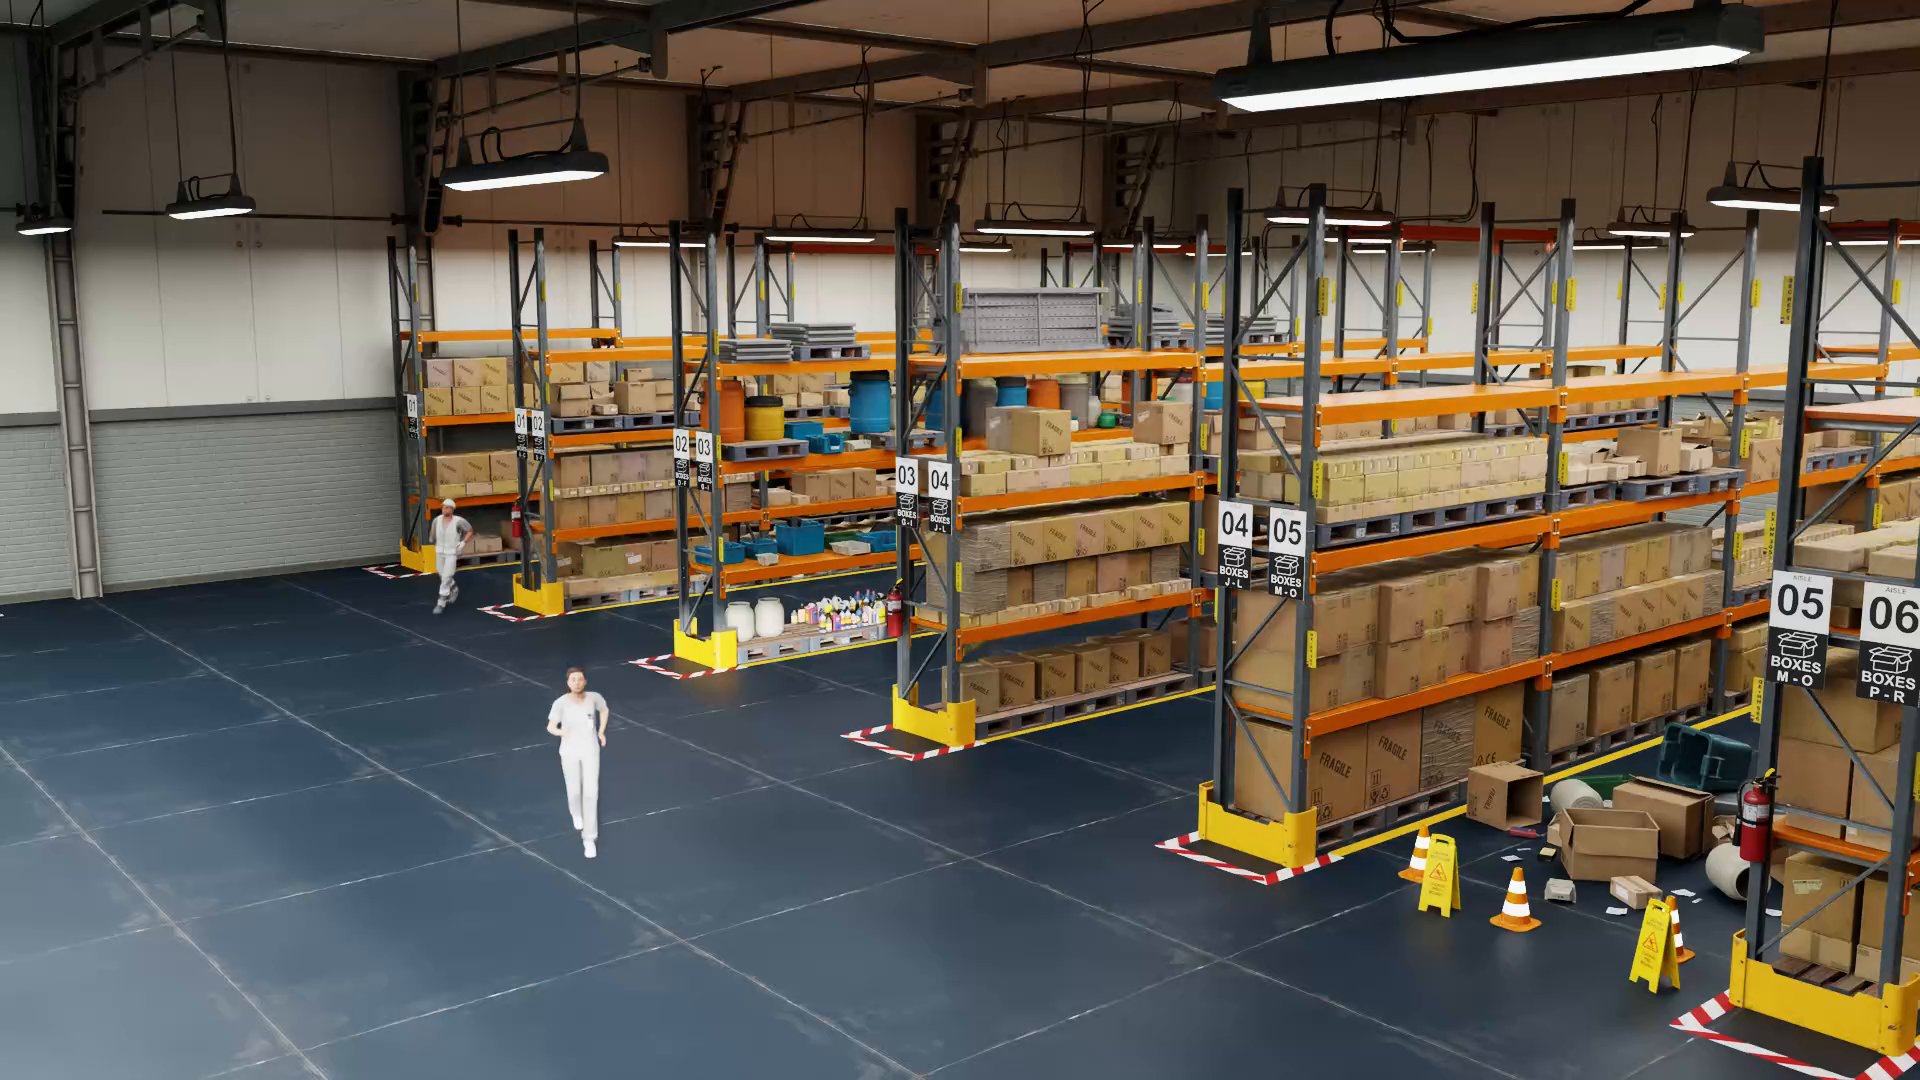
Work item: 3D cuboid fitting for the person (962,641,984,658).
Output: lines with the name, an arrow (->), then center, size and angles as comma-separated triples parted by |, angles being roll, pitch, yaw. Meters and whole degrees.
person -> 0.136, 0.615, 22.033 | 0.710, 1.823, 0.831 | 7, 11, 39

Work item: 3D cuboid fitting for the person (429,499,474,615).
person -> -8.099, 0.231, 26.411 | 0.664, 1.792, 0.915 | 2, 9, 13

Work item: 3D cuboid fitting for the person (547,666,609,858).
person -> -3.500, 1.981, 15.306 | 0.565, 1.673, 0.951 | -2, 9, -15
